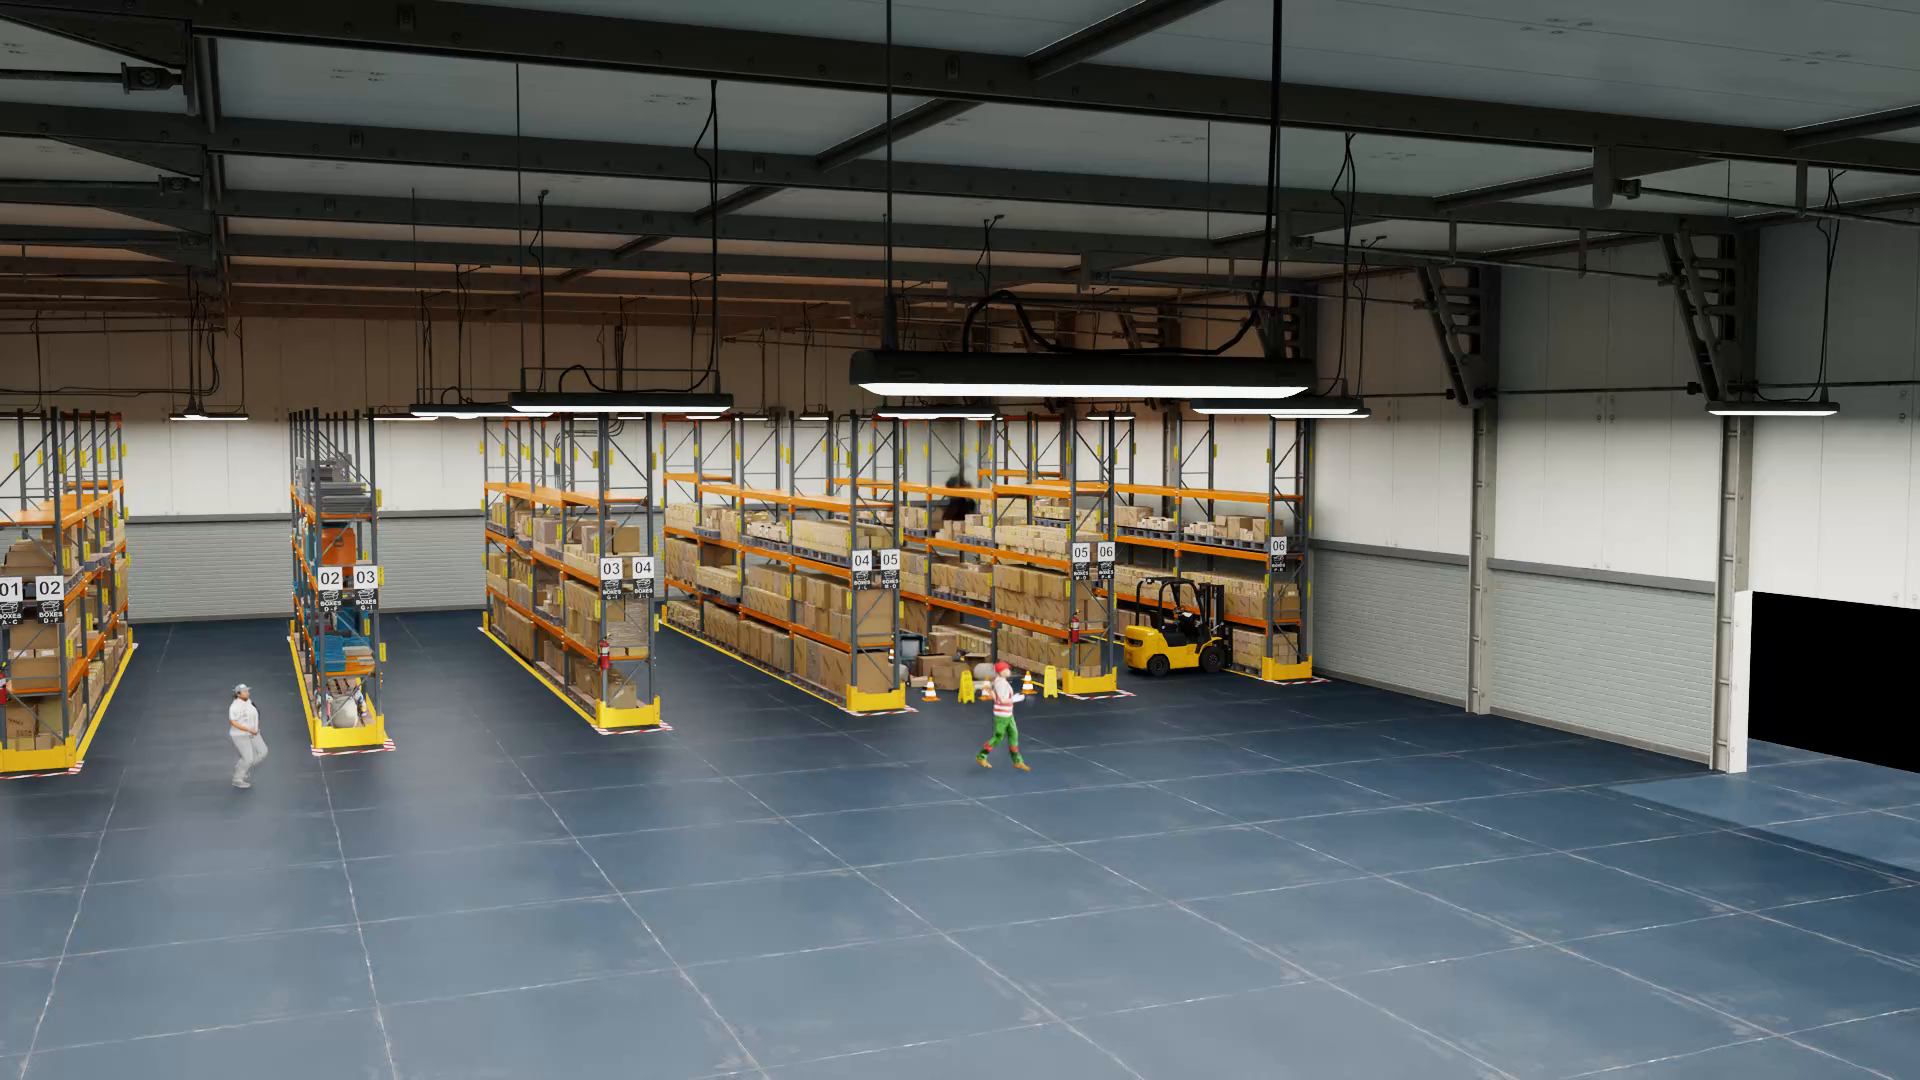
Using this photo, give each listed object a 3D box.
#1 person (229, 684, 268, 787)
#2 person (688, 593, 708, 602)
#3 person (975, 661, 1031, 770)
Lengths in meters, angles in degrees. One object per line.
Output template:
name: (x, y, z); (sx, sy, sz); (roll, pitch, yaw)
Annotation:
person: (-11.248, 3.076, 26.244); (0.508, 1.630, 0.616); (0, 4, 5)
person: (-7.732, 1.475, 49.467); (0.763, 1.630, 0.514); (-2, 5, -28)
person: (0.700, 2.891, 27.287); (0.920, 1.809, 0.648); (1, 4, 7)
